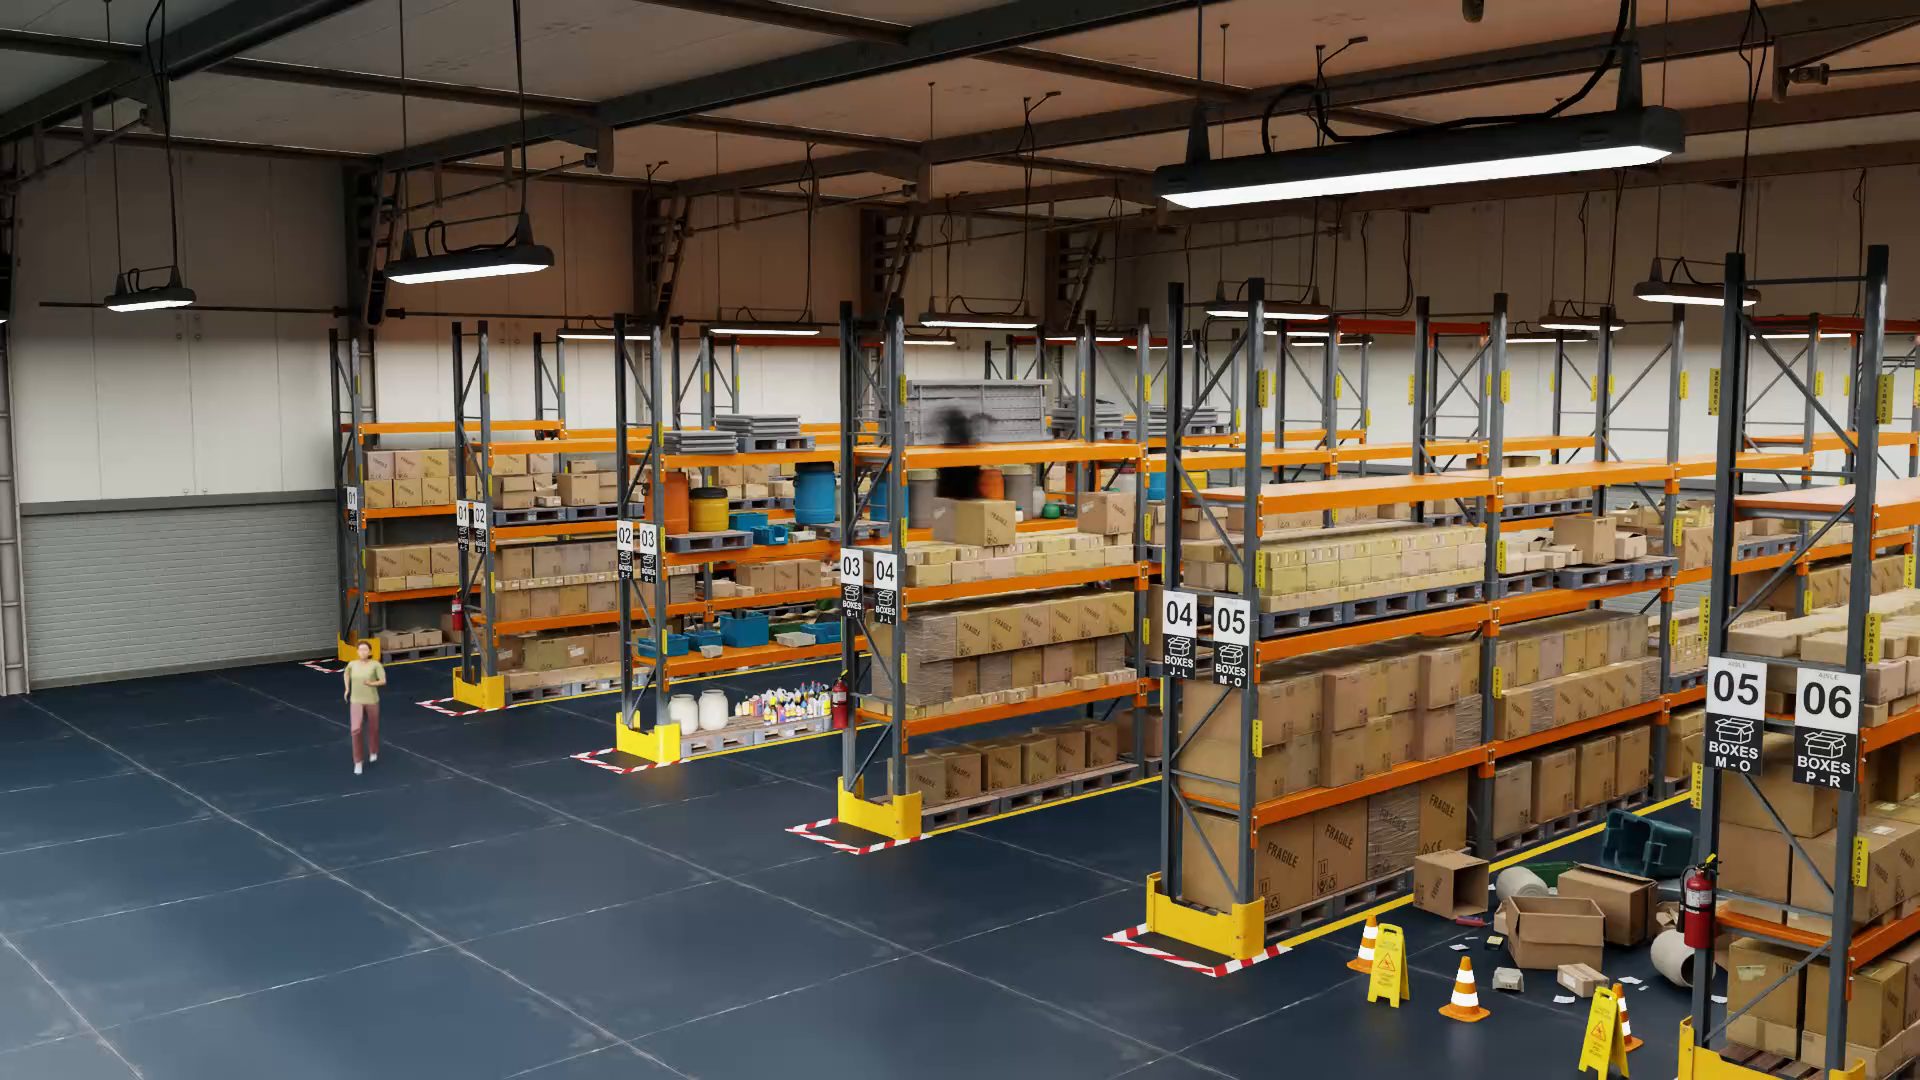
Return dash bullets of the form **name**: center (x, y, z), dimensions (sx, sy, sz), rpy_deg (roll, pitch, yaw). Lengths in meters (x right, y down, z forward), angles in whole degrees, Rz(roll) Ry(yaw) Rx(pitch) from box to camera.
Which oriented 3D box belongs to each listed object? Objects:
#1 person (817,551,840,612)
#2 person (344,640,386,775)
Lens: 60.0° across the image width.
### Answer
- **person**: center (-2.587, 1.037, 32.882), dimensions (0.663, 1.757, 0.782), rpy_deg (5, 8, 43)
- **person**: center (-7.815, 2.185, 21.868), dimensions (0.549, 1.692, 0.759), rpy_deg (-1, 6, -14)
